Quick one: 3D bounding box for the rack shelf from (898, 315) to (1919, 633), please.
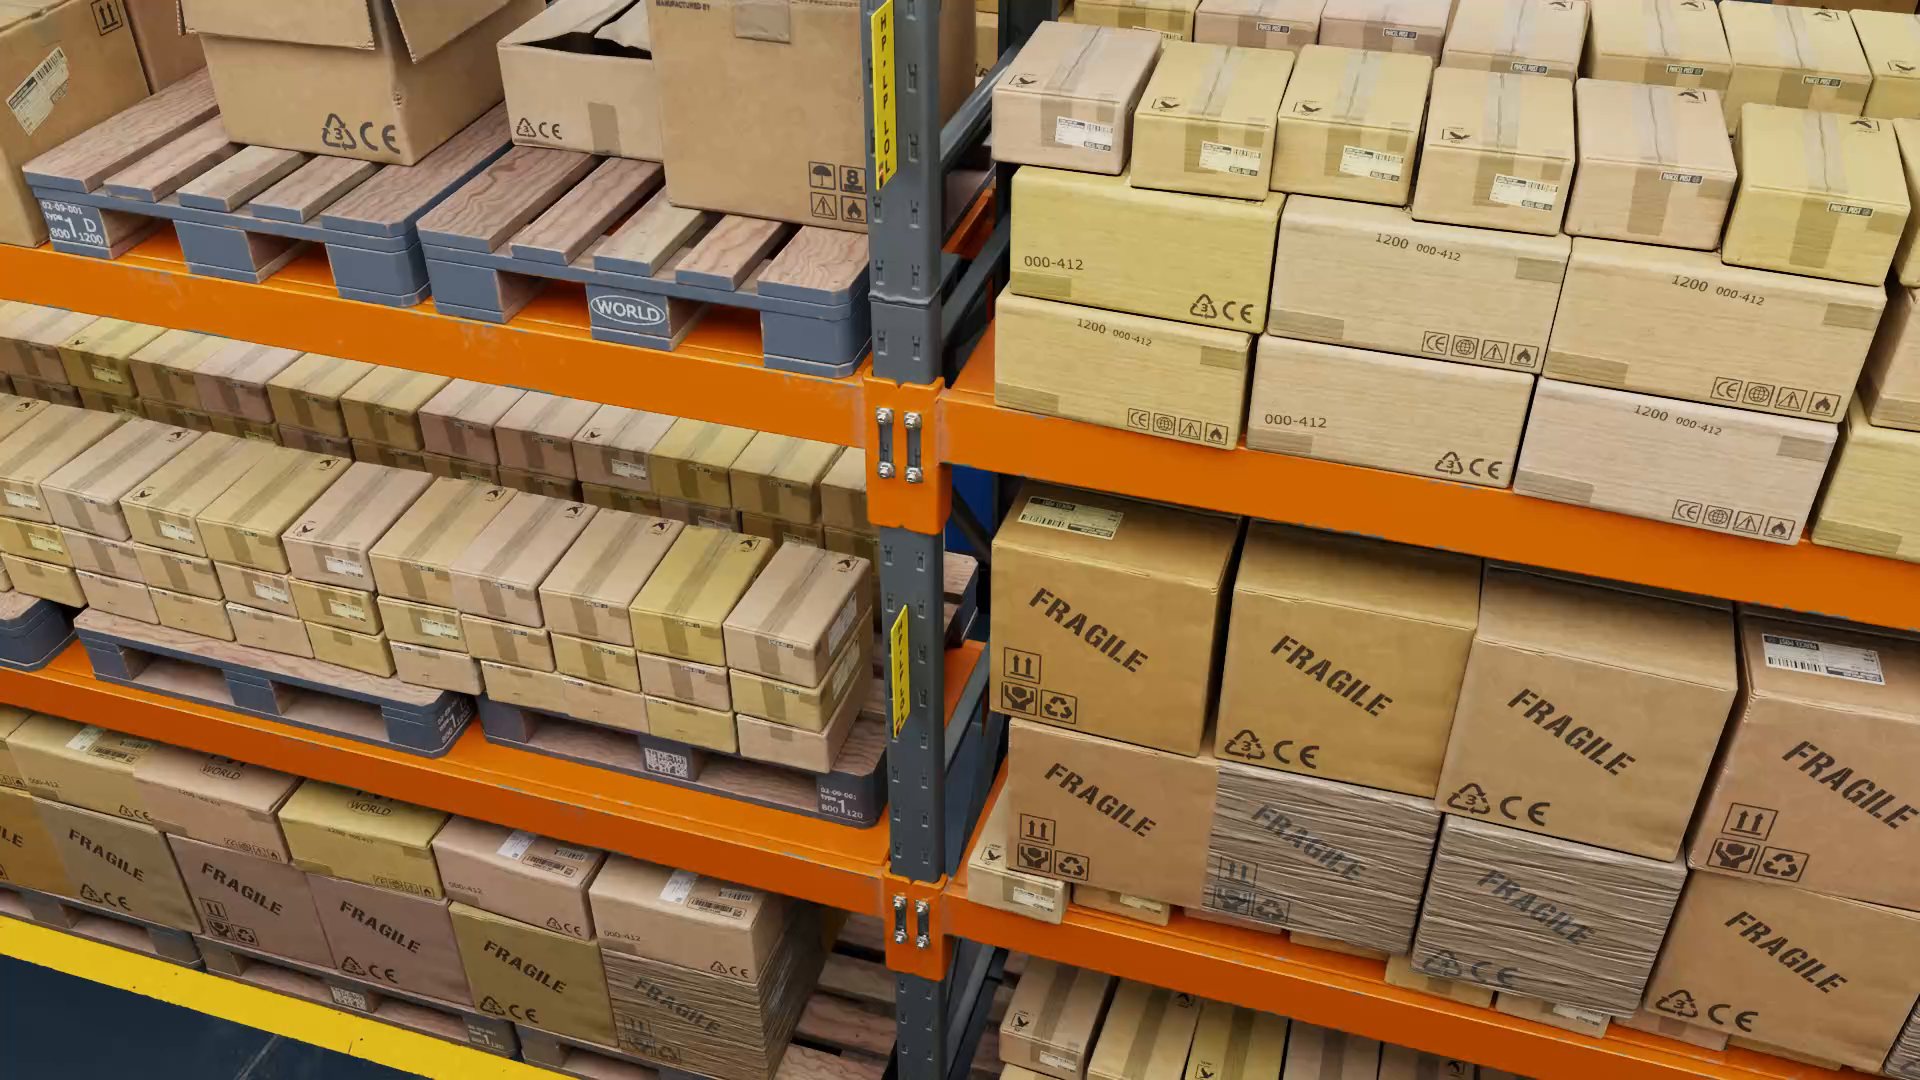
[{"bbox_3d":[1.935,-0.108,3.443,4.000,0.370,1.077,10,38,14],"label":"rack shelf"}]

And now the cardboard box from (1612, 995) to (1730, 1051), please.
[{"bbox_3d":[1.740,1.019,4.047,0.250,0.149,0.380,12,38,16],"label":"cardboard box"}]

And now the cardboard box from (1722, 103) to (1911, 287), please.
[{"bbox_3d":[1.471,-0.605,2.880,0.250,0.149,0.380,12,38,16],"label":"cardboard box"}]

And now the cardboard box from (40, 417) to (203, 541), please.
[{"bbox_3d":[-2.408,-0.181,4.821,0.250,0.149,0.380,12,38,16],"label":"cardboard box"}]

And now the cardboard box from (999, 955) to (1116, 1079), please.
[{"bbox_3d":[0.293,1.374,4.902,0.250,0.149,0.380,12,38,16],"label":"cardboard box"}]

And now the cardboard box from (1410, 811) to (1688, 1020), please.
[{"bbox_3d":[1.368,0.719,3.907,0.500,0.500,0.500,10,37,13],"label":"cardboard box"}]

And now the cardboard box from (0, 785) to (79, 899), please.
[{"bbox_3d":[-3.193,0.856,5.810,0.500,0.500,0.500,9,37,12],"label":"cardboard box"}]

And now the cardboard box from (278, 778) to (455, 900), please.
[{"bbox_3d":[-1.756,0.820,5.228,0.500,0.250,0.500,9,37,12],"label":"cardboard box"}]

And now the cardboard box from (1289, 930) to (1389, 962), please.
[{"bbox_3d":[0.995,0.865,4.256,0.250,0.149,0.380,9,37,12],"label":"cardboard box"}]

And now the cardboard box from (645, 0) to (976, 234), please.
[{"bbox_3d":[-0.303,-1.090,3.732,0.500,0.500,0.700,11,38,14],"label":"cardboard box"}]

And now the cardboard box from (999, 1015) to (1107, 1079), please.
[{"bbox_3d":[0.276,1.561,4.899,0.250,0.149,0.380,12,38,16],"label":"cardboard box"}]

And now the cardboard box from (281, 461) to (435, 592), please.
[{"bbox_3d":[-1.660,-0.042,4.633,0.250,0.149,0.380,9,37,12],"label":"cardboard box"}]

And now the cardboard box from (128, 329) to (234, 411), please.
[{"bbox_3d":[-2.443,-0.594,5.382,0.250,0.149,0.380,12,38,15],"label":"cardboard box"}]

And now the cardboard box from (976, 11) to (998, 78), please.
[{"bbox_3d":[0.102,-2.480,8.505,0.500,0.500,0.500,10,38,13],"label":"cardboard box"}]

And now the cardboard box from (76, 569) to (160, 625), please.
[{"bbox_3d":[-2.399,0.062,4.993,0.250,0.149,0.380,12,38,15],"label":"cardboard box"}]

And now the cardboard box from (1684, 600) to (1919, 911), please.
[{"bbox_3d":[1.844,0.392,3.507,0.500,0.500,0.500,9,37,12],"label":"cardboard box"}]

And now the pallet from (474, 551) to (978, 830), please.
[{"bbox_3d":[-0.661,0.316,4.952,1.213,0.211,1.003,10,38,14],"label":"pallet"}]

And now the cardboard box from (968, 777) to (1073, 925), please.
[{"bbox_3d":[0.198,0.793,4.354,0.250,0.149,0.380,12,38,16],"label":"cardboard box"}]

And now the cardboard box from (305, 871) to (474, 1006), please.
[{"bbox_3d":[-1.734,1.122,5.450,0.500,0.500,0.500,10,37,13],"label":"cardboard box"}]

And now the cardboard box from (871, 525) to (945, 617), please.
[{"bbox_3d":[-0.213,0.059,4.998,0.250,0.149,0.380,9,37,12],"label":"cardboard box"}]

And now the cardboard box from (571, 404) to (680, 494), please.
[{"bbox_3d":[-0.963,-0.319,5.009,0.250,0.149,0.380,10,38,13],"label":"cardboard box"}]

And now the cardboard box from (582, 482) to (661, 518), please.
[{"bbox_3d":[-0.956,-0.197,5.094,0.250,0.149,0.380,9,37,12],"label":"cardboard box"}]

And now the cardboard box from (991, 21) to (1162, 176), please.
[{"bbox_3d":[0.231,-0.865,3.232,0.250,0.149,0.380,10,37,13],"label":"cardboard box"}]

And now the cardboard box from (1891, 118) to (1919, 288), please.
[{"bbox_3d":[1.725,-0.566,2.827,0.250,0.149,0.380,9,37,13],"label":"cardboard box"}]

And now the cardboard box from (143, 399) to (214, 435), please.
[{"bbox_3d":[-2.439,-0.473,5.469,0.250,0.149,0.380,11,38,14],"label":"cardboard box"}]

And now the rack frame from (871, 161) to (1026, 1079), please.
[{"bbox_3d":[0.026,0.456,4.599,0.127,3.000,1.000,10,38,14],"label":"rack frame"}]

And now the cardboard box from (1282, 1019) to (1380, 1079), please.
[{"bbox_3d":[1.050,1.506,4.722,0.250,0.149,0.380,10,37,13],"label":"cardboard box"}]

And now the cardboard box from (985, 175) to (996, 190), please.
[{"bbox_3d":[0.131,-1.905,9.246,0.875,0.875,1.225,9,37,12],"label":"cardboard box"}]

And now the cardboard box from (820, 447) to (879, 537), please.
[{"bbox_3d":[-0.213,-0.181,4.821,0.250,0.149,0.380,12,38,16],"label":"cardboard box"}]

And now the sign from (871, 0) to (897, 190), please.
[{"bbox_3d":[-0.137,-0.804,3.013,0.005,0.325,0.100,10,38,14],"label":"sign"}]

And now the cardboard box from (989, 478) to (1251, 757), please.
[{"bbox_3d":[0.384,0.111,3.889,0.500,0.500,0.500,11,38,15],"label":"cardboard box"}]

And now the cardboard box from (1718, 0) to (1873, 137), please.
[{"bbox_3d":[1.648,-0.938,3.333,0.250,0.149,0.380,10,38,14],"label":"cardboard box"}]

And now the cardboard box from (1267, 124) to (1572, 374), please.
[{"bbox_3d":[0.888,-0.581,3.183,0.500,0.250,0.500,10,38,14],"label":"cardboard box"}]

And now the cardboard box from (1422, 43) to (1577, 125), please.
[{"bbox_3d":[1.035,-0.856,3.557,0.500,0.250,0.500,9,37,12],"label":"cardboard box"}]

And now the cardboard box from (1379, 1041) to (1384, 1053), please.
[{"bbox_3d":[1.403,1.403,5.112,0.250,0.149,0.380,11,38,15],"label":"cardboard box"}]

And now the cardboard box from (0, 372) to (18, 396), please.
[{"bbox_3d":[-3.185,-0.609,5.653,0.250,0.149,0.380,11,38,15],"label":"cardboard box"}]

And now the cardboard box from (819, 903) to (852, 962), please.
[{"bbox_3d":[-0.601,1.013,5.597,0.500,0.500,0.500,12,38,16],"label":"cardboard box"}]

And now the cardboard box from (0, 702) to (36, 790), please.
[{"bbox_3d":[-3.206,0.544,5.602,0.500,0.250,0.500,9,37,12],"label":"cardboard box"}]

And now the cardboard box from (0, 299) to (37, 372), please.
[{"bbox_3d":[-3.188,-0.731,5.568,0.250,0.149,0.380,9,37,12],"label":"cardboard box"}]

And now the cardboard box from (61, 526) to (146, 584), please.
[{"bbox_3d":[-2.397,-0.058,4.905,0.250,0.149,0.380,11,38,14],"label":"cardboard box"}]

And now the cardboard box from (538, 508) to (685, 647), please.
[{"bbox_3d":[-0.919,0.095,4.447,0.250,0.149,0.380,9,37,12],"label":"cardboard box"}]

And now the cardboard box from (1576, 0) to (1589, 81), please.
[{"bbox_3d":[2.948,-2.283,7.565,0.500,0.500,0.500,9,37,12],"label":"cardboard box"}]

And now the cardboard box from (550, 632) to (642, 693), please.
[{"bbox_3d":[-0.901,0.219,4.529,0.250,0.149,0.380,12,38,16],"label":"cardboard box"}]

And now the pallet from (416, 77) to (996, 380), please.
[{"bbox_3d":[-0.532,-0.845,3.996,1.003,0.211,1.213,10,38,14],"label":"pallet"}]

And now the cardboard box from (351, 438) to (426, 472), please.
[{"bbox_3d":[-1.707,-0.336,5.283,0.250,0.149,0.380,10,37,13],"label":"cardboard box"}]

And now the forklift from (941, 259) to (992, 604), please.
[{"bbox_3d":[-0.682,-1.228,6.946,3.031,2.935,1.130,3,36,5],"label":"forklift"}]

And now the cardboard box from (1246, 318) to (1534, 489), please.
[{"bbox_3d":[0.870,-0.377,3.327,0.500,0.250,0.500,10,38,13],"label":"cardboard box"}]

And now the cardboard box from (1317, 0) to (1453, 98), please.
[{"bbox_3d":[0.907,-1.092,3.541,0.250,0.149,0.380,10,38,14],"label":"cardboard box"}]

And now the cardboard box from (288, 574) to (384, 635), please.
[{"bbox_3d":[-1.672,0.079,4.719,0.250,0.149,0.380,11,38,14],"label":"cardboard box"}]

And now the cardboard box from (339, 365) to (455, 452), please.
[{"bbox_3d":[-1.706,-0.455,5.193,0.250,0.149,0.380,12,38,15],"label":"cardboard box"}]

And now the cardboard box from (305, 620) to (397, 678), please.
[{"bbox_3d":[-1.657,0.202,4.803,0.250,0.149,0.380,12,38,16],"label":"cardboard box"}]

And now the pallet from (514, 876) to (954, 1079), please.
[{"bbox_3d":[-0.718,1.443,5.612,1.213,0.211,1.003,10,38,14],"label":"pallet"}]

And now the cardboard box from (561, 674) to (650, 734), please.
[{"bbox_3d":[-0.898,0.340,4.616,0.250,0.149,0.380,10,38,14],"label":"cardboard box"}]

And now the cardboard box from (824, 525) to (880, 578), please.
[{"bbox_3d":[-0.213,-0.061,4.909,0.250,0.149,0.380,11,38,15],"label":"cardboard box"}]
